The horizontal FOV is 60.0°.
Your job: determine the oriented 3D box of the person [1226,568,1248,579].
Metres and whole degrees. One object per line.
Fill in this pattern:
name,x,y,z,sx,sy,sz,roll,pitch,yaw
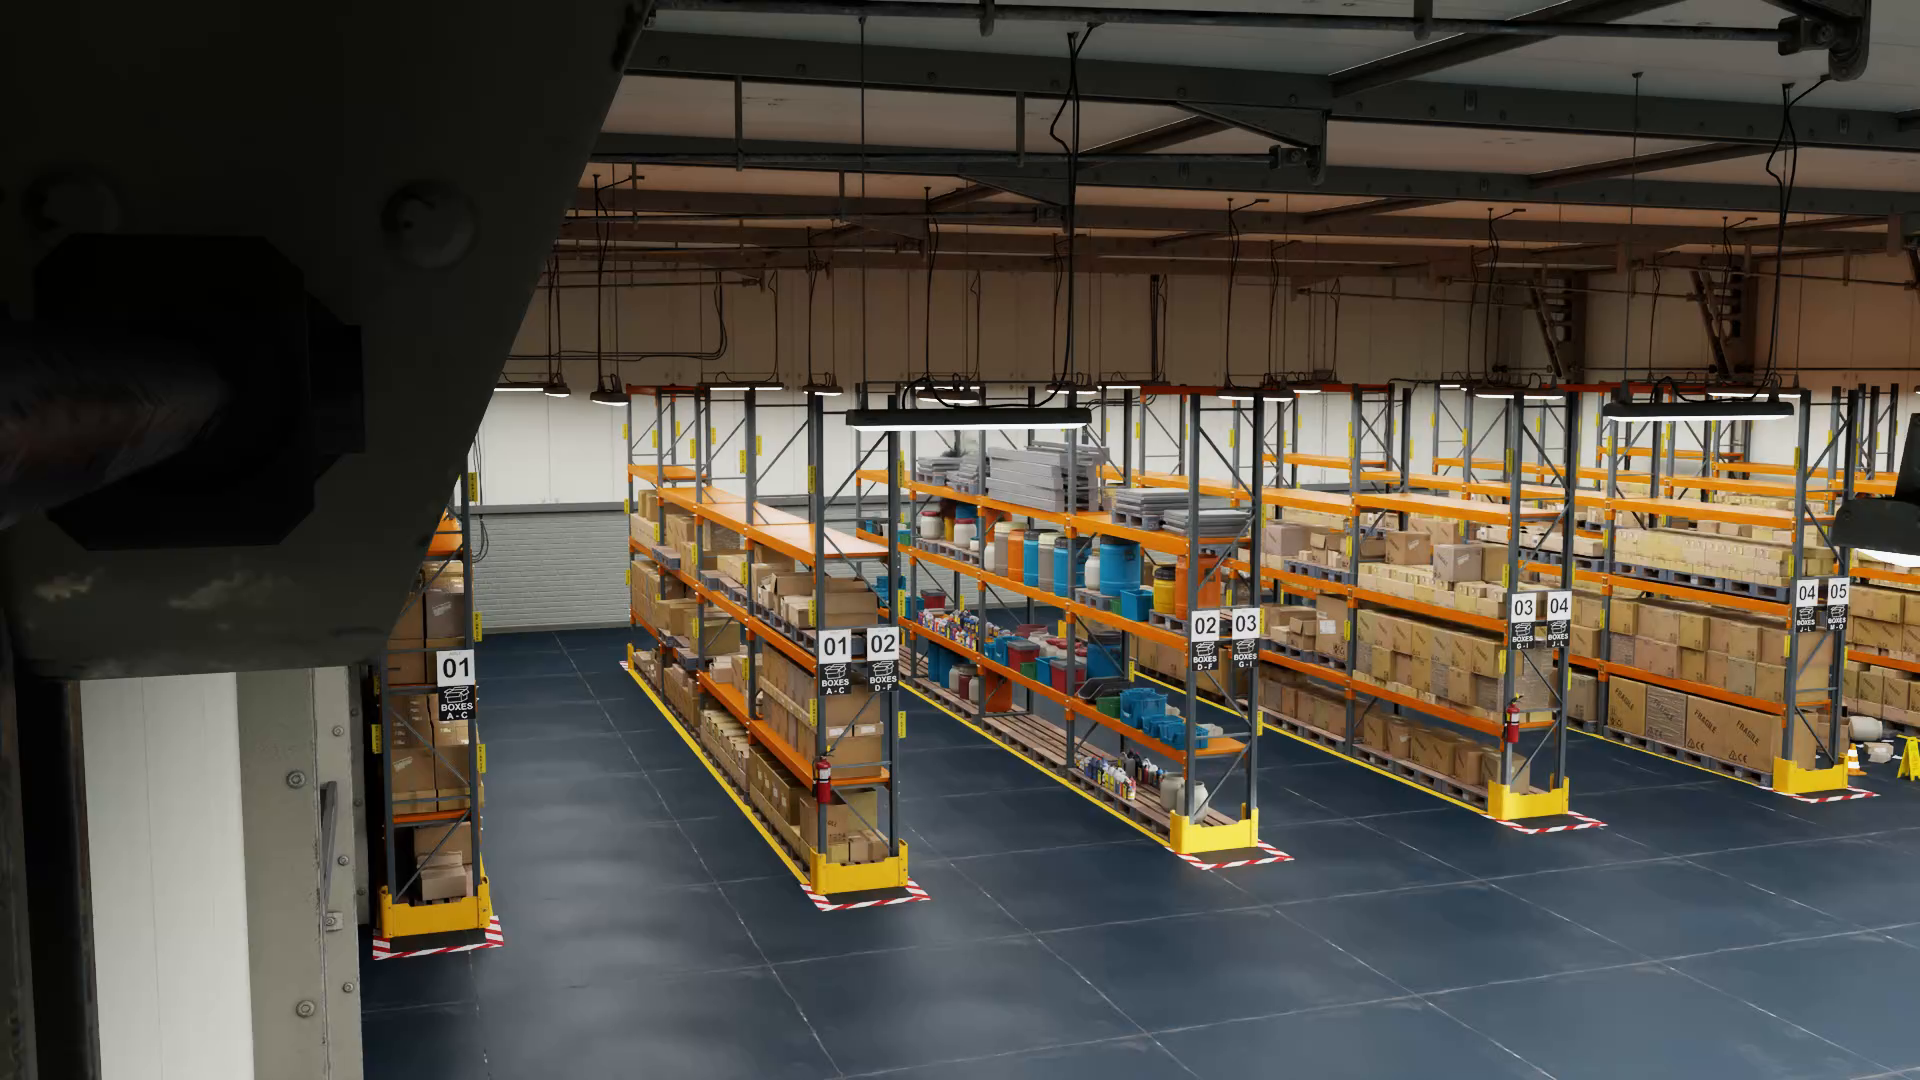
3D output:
person,6.716,1.227,41.105,0.883,1.706,0.823,-2,6,-19

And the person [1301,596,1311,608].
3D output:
person,8.615,1.284,41.149,0.671,1.605,0.555,-6,8,-43
